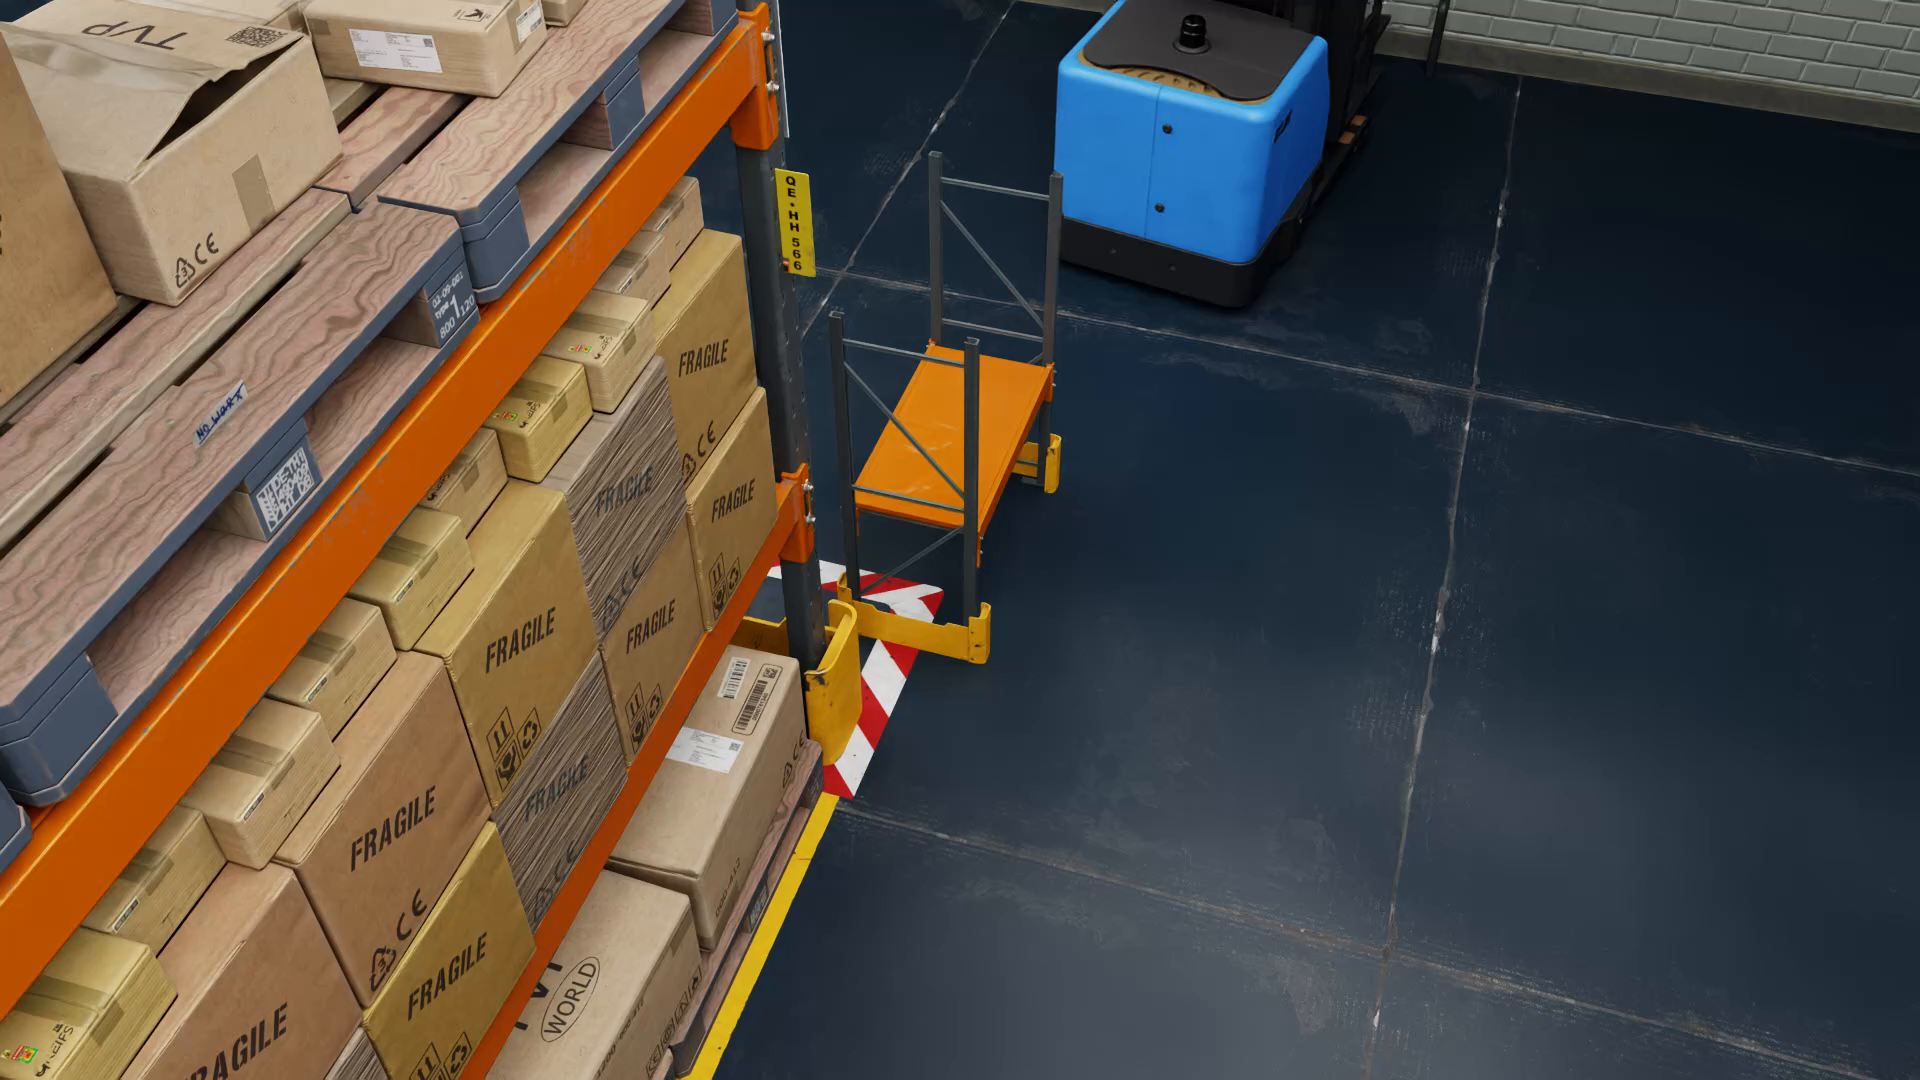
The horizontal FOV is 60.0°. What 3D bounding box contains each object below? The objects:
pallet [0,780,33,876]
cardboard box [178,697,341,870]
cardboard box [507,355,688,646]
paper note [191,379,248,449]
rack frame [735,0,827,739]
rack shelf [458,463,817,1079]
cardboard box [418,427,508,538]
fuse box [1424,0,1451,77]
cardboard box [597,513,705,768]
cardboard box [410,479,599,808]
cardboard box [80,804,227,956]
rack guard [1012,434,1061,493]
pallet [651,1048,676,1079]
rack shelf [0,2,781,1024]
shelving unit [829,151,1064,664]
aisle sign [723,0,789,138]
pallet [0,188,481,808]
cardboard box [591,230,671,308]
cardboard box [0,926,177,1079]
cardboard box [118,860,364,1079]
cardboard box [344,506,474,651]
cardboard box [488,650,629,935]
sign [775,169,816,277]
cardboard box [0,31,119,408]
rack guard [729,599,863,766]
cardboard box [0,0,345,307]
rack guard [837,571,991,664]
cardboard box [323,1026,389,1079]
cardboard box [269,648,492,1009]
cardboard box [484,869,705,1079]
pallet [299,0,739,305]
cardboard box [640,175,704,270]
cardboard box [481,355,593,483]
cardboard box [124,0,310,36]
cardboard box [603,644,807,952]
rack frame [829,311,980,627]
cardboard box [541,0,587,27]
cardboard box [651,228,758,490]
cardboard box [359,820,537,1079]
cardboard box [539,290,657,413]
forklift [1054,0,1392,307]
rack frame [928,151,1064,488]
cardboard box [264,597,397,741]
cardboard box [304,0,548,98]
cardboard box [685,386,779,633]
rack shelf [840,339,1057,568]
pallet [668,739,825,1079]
[{"bbox_3d":[-1.911,0.606,1.904,1.003,0.211,1.213,13,46,13],"label":"pallet"},{"bbox_3d":[-1.347,0.398,2.948,0.380,0.149,0.250,13,46,13],"label":"cardboard box"},{"bbox_3d":[-1.007,-0.143,3.965,0.500,0.500,0.500,13,46,13],"label":"cardboard box"},{"bbox_3d":[-1.039,-0.176,2.338,0.006,0.032,0.123,13,46,13],"label":"paper note"},{"bbox_3d":[-0.958,-0.476,5.092,1.000,3.000,0.127,13,46,13],"label":"rack frame"},{"bbox_3d":[-1.563,1.114,3.981,1.077,0.370,4.000,13,46,13],"label":"rack shelf"},{"bbox_3d":[-1.190,-0.137,3.495,0.380,0.149,0.250,12,46,12],"label":"cardboard box"},{"bbox_3d":[2.685,-3.237,8.835,0.539,1.711,0.414,13,46,13],"label":"fuse box"},{"bbox_3d":[-1.018,0.197,4.333,0.500,0.500,0.500,12,46,12],"label":"cardboard box"},{"bbox_3d":[-1.160,0.186,3.629,0.500,0.500,0.500,12,46,12],"label":"cardboard box"},{"bbox_3d":[-1.487,0.548,2.796,0.380,0.149,0.250,12,46,12],"label":"cardboard box"},{"bbox_3d":[0.128,-0.370,6.950,0.587,0.250,0.087,13,46,13],"label":"rack guard"},{"bbox_3d":[-1.497,1.880,4.677,1.003,0.211,1.213,13,46,12],"label":"pallet"},{"bbox_3d":[-1.563,0.042,2.932,1.077,0.370,4.000,13,46,13],"label":"rack shelf"},{"bbox_3d":[-0.023,-0.485,6.174,0.587,1.500,1.083,13,46,13],"label":"shelving unit"},{"bbox_3d":[-0.641,-1.388,4.165,0.394,0.787,0.004,13,46,13],"label":"aisle sign"},{"bbox_3d":[-1.540,-0.204,2.733,1.003,0.211,1.213,13,46,13],"label":"pallet"},{"bbox_3d":[-0.930,-0.645,4.015,0.380,0.149,0.250,13,46,13],"label":"cardboard box"},{"bbox_3d":[-1.485,0.732,2.607,0.380,0.149,0.250,11,46,11],"label":"cardboard box"},{"bbox_3d":[-1.469,0.856,2.944,0.500,0.500,0.500,13,46,13],"label":"cardboard box"},{"bbox_3d":[-1.210,0.043,3.312,0.380,0.149,0.250,14,46,13],"label":"cardboard box"},{"bbox_3d":[-1.164,0.542,3.980,0.500,0.500,0.500,14,46,14],"label":"cardboard box"},{"bbox_3d":[-0.445,-0.851,4.477,0.100,0.325,0.005,13,46,13],"label":"sign"},{"bbox_3d":[-1.711,-0.458,2.485,0.500,0.500,0.500,13,46,13],"label":"cardboard box"},{"bbox_3d":[-0.951,0.401,5.983,1.175,0.500,0.348,13,46,13],"label":"rack guard"},{"bbox_3d":[-1.459,-0.715,2.883,0.500,0.311,0.500,13,46,13],"label":"cardboard box"},{"bbox_3d":[-0.174,0.293,6.271,0.587,0.250,0.087,13,46,13],"label":"rack guard"},{"bbox_3d":[-1.464,1.232,3.275,0.500,0.500,0.500,13,46,13],"label":"cardboard box"},{"bbox_3d":[-1.314,0.521,3.287,0.500,0.500,0.500,12,46,12],"label":"cardboard box"},{"bbox_3d":[-1.332,1.362,4.745,0.875,0.438,0.875,14,46,14],"label":"cardboard box"},{"bbox_3d":[-1.173,-1.020,3.566,1.003,0.211,1.213,13,46,13],"label":"pallet"},{"bbox_3d":[-0.876,-0.820,4.193,0.380,0.149,0.250,13,46,13],"label":"cardboard box"},{"bbox_3d":[-1.043,-0.296,3.658,0.380,0.149,0.250,14,46,13],"label":"cardboard box"},{"bbox_3d":[-1.507,-0.968,3.258,0.380,0.149,0.250,14,46,14],"label":"cardboard box"},{"bbox_3d":[-1.062,0.750,5.370,0.875,0.438,0.875,11,45,11],"label":"cardboard box"},{"bbox_3d":[-0.180,-0.140,5.821,0.500,1.500,0.032,13,46,13],"label":"rack frame"},{"bbox_3d":[-1.008,-1.362,3.588,0.500,0.250,0.500,9,45,9],"label":"cardboard box"},{"bbox_3d":[-0.877,-0.498,4.327,0.500,0.500,0.500,14,46,14],"label":"cardboard box"},{"bbox_3d":[-1.308,0.889,3.626,0.500,0.500,0.500,14,46,14],"label":"cardboard box"},{"bbox_3d":[-0.928,-0.455,3.821,0.380,0.149,0.250,12,46,12],"label":"cardboard box"},{"bbox_3d":[1.543,-3.164,7.888,1.130,2.935,3.031,20,48,19],"label":"forklift"},{"bbox_3d":[0.128,-0.818,6.514,0.500,1.500,0.032,13,46,13],"label":"rack frame"},{"bbox_3d":[-1.307,0.214,3.137,0.380,0.149,0.250,14,46,14],"label":"cardboard box"},{"bbox_3d":[-1.059,-1.029,3.320,0.380,0.149,0.250,9,45,9],"label":"cardboard box"},{"bbox_3d":[-0.852,-0.134,4.671,0.500,0.500,0.500,13,46,13],"label":"cardboard box"},{"bbox_3d":[-0.026,-0.351,6.293,0.538,0.185,1.000,13,46,13],"label":"rack shelf"},{"bbox_3d":[-1.125,1.070,5.506,1.003,0.211,1.213,13,46,13],"label":"pallet"}]
